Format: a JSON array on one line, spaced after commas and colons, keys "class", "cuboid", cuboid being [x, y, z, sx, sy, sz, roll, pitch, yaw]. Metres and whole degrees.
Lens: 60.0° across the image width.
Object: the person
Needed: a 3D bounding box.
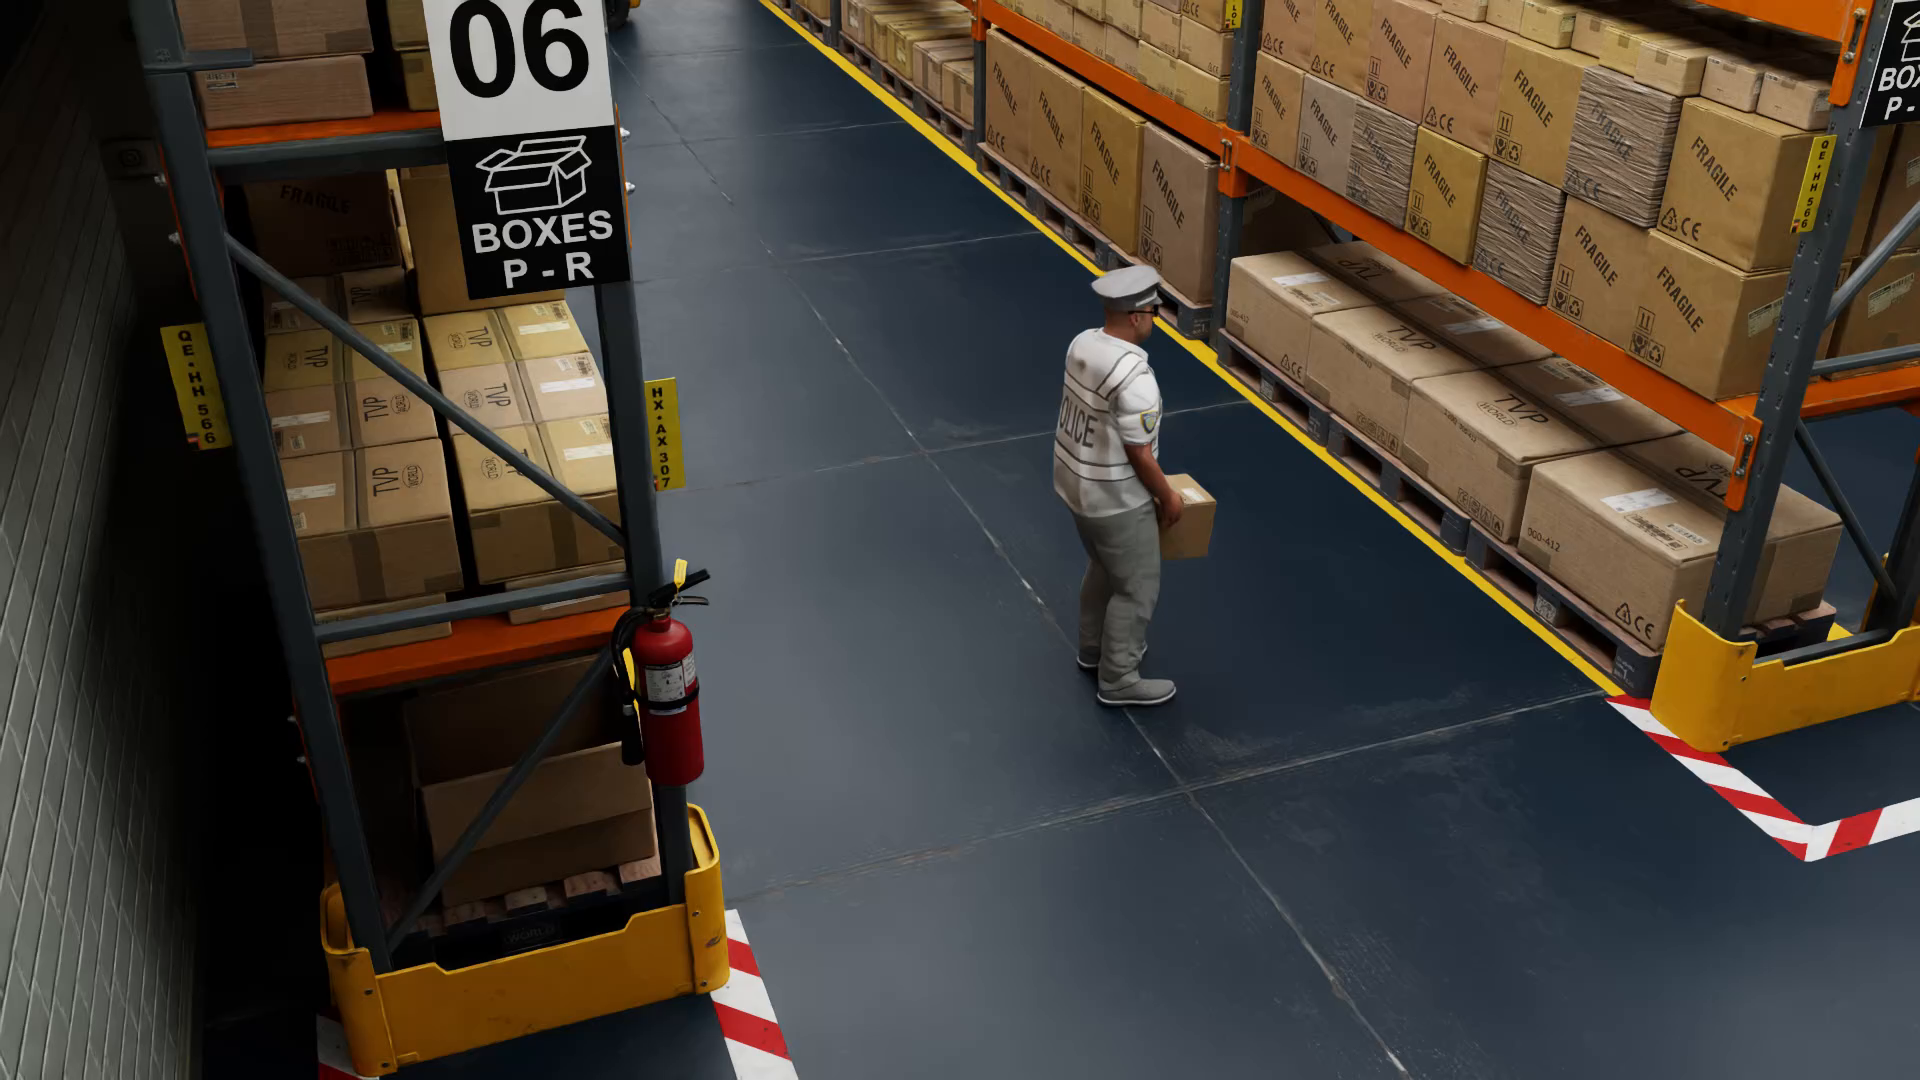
[{"class": "person", "cuboid": [0.615, -0.204, 6.464, 0.470, 1.763, 0.547, -11, 31, -19]}]
